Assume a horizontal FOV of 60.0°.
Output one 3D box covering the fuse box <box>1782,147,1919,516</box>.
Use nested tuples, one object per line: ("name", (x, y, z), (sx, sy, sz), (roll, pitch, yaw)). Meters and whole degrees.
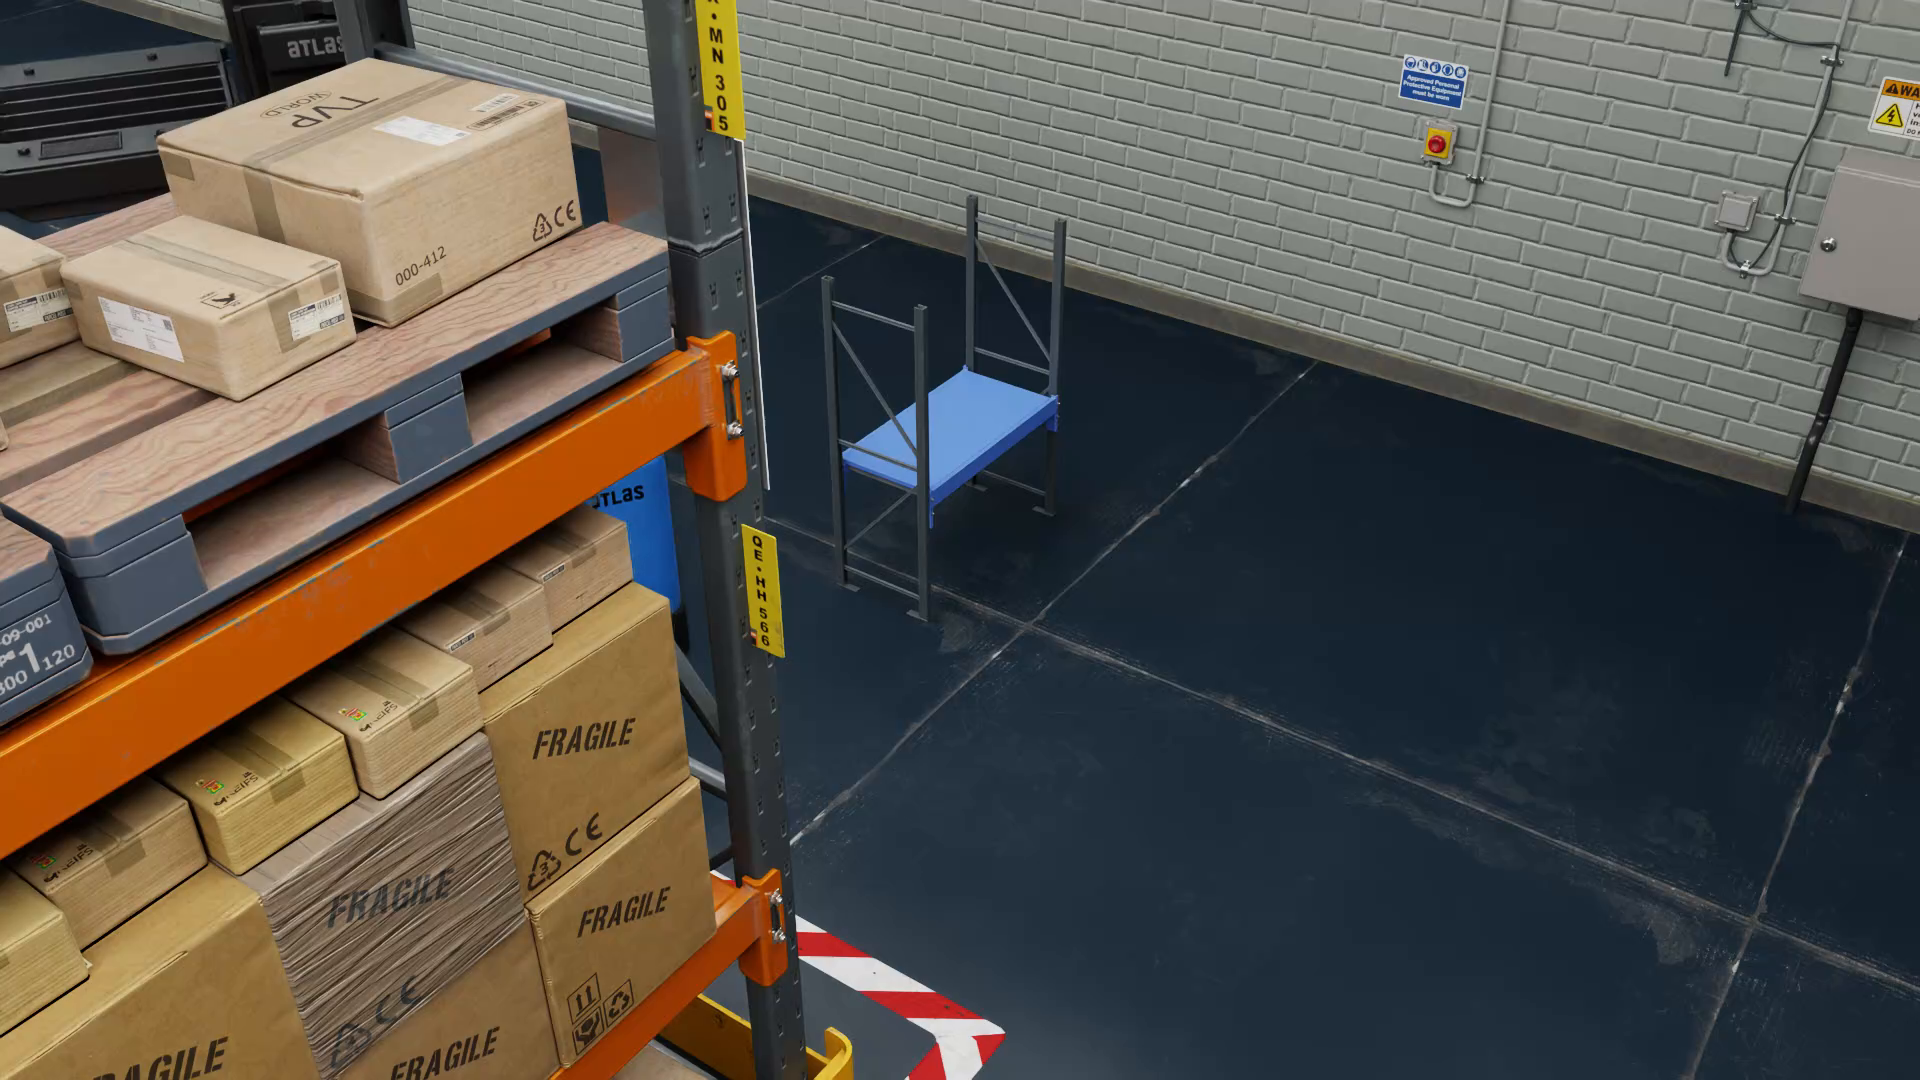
("fuse box", (3.966, -0.818, 7.432), (0.539, 1.711, 0.414), (21, 39, 28))

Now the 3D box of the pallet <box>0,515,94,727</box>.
("pallet", (-1.982, 0.215, 2.155), (1.003, 0.211, 1.213), (21, 39, 28))

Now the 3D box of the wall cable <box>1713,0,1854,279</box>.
("wall cable", (3.495, -2.063, 7.216), (0.588, 1.984, 0.122), (21, 39, 28))

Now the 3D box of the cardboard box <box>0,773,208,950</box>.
("cardboard box", (-1.501, 0.488, 2.790), (0.380, 0.149, 0.250), (21, 39, 28))

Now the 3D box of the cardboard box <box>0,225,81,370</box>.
("cardboard box", (-1.682, -0.414, 2.767), (0.380, 0.149, 0.250), (23, 40, 30))

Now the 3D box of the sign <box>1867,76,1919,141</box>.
("sign", (4.038, -1.807, 7.007), (0.339, 0.242, 0.001), (21, 39, 28))

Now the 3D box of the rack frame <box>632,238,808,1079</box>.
("rack frame", (-0.873, 0.513, 4.314), (1.000, 3.000, 0.127), (21, 39, 28))

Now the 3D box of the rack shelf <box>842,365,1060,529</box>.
("rack shelf", (-0.049, -0.433, 7.373), (0.538, 0.185, 1.000), (21, 39, 28))

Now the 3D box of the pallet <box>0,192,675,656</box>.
("pallet", (-1.287, -0.349, 2.989), (1.003, 0.211, 1.213), (21, 39, 28))

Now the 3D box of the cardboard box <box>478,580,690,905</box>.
("cardboard box", (-0.952, 0.355, 3.566), (0.500, 0.500, 0.500), (23, 40, 30))

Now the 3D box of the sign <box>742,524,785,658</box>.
("sign", (-0.435, 0.115, 3.658), (0.100, 0.325, 0.005), (21, 39, 28))

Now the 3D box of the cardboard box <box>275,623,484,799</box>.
("cardboard box", (-1.116, 0.288, 3.086), (0.380, 0.149, 0.250), (21, 39, 28))

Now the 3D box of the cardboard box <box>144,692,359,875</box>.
("cardboard box", (-1.293, 0.390, 2.934), (0.380, 0.149, 0.250), (22, 40, 29))

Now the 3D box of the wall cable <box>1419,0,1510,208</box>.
("wall cable", (2.323, -2.524, 7.869), (0.585, 1.953, 0.123), (21, 39, 28))

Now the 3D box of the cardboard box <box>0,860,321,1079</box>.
("cardboard box", (-1.511, 0.831, 2.861), (0.500, 0.500, 0.500), (21, 39, 28))

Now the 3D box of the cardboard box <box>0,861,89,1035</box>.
("cardboard box", (-1.595, 0.622, 2.591), (0.380, 0.149, 0.250), (22, 40, 29))

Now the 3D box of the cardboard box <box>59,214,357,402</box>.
("cardboard box", (-1.229, -0.387, 2.727), (0.380, 0.149, 0.250), (18, 38, 25))

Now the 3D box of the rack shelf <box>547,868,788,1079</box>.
("rack shelf", (-2.013, 1.731, 3.155), (1.077, 0.370, 4.000), (21, 39, 28))

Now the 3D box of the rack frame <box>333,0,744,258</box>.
("rack frame", (-0.873, -1.973, 2.634), (1.000, 3.000, 0.127), (21, 39, 28))

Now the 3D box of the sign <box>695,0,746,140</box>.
("sign", (-0.435, -0.884, 2.982), (0.100, 0.325, 0.005), (21, 39, 28))

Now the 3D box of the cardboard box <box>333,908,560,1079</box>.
("cardboard box", (-1.229, 1.004, 3.499), (0.500, 0.500, 0.500), (20, 39, 27))

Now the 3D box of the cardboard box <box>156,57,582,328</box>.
("cardboard box", (-1.055, -0.647, 3.022), (0.500, 0.250, 0.500), (18, 38, 24))

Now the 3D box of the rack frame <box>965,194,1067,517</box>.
("rack frame", (0.241, -0.816, 7.618), (0.500, 1.500, 0.032), (21, 39, 28))

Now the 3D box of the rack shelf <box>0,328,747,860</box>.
("rack shelf", (-2.013, 0.488, 2.315), (1.077, 0.370, 4.000), (21, 39, 28))

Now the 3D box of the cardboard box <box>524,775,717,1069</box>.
("cardboard box", (-0.930, 0.778, 3.833), (0.500, 0.500, 0.500), (21, 40, 28))

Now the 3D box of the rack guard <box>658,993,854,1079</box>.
("rack guard", (-0.859, 1.537, 5.031), (1.175, 0.500, 0.348), (21, 39, 28))

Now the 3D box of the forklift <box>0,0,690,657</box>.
("forklift", (-2.690, -0.587, 6.002), (3.031, 2.935, 1.130), (-14, 36, -20))

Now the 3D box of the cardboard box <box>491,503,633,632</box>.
("cardboard box", (-0.913, 0.017, 3.486), (0.380, 0.149, 0.250), (22, 40, 29))

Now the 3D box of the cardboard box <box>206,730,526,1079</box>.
("cardboard box", (-1.226, 0.605, 3.196), (0.500, 0.500, 0.500), (21, 40, 28))

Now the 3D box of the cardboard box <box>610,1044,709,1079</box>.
("cardboard box", (-1.167, 1.736, 4.418), (0.875, 0.438, 0.875), (20, 39, 27))

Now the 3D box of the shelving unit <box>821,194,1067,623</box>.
("shelving unit", (-0.049, -0.582, 7.272), (0.538, 1.500, 1.048), (21, 39, 28))

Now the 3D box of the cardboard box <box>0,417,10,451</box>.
("cardboard box", (-1.767, -0.236, 2.358), (0.500, 0.311, 0.500), (22, 40, 29))

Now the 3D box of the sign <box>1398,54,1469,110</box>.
("sign", (2.318, -2.245, 8.151), (0.327, 0.218, 0.001), (21, 39, 28))

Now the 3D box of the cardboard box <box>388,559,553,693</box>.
("cardboard box", (-1.038, 0.142, 3.302), (0.380, 0.149, 0.250), (22, 40, 29))

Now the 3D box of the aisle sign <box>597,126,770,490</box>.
("aisle sign", (-0.577, -0.498, 3.489), (0.394, 0.787, 0.004), (21, 39, 28))

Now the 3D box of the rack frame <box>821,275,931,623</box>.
("rack frame", (-0.338, -0.348, 6.926), (0.500, 1.500, 0.032), (21, 39, 28))
